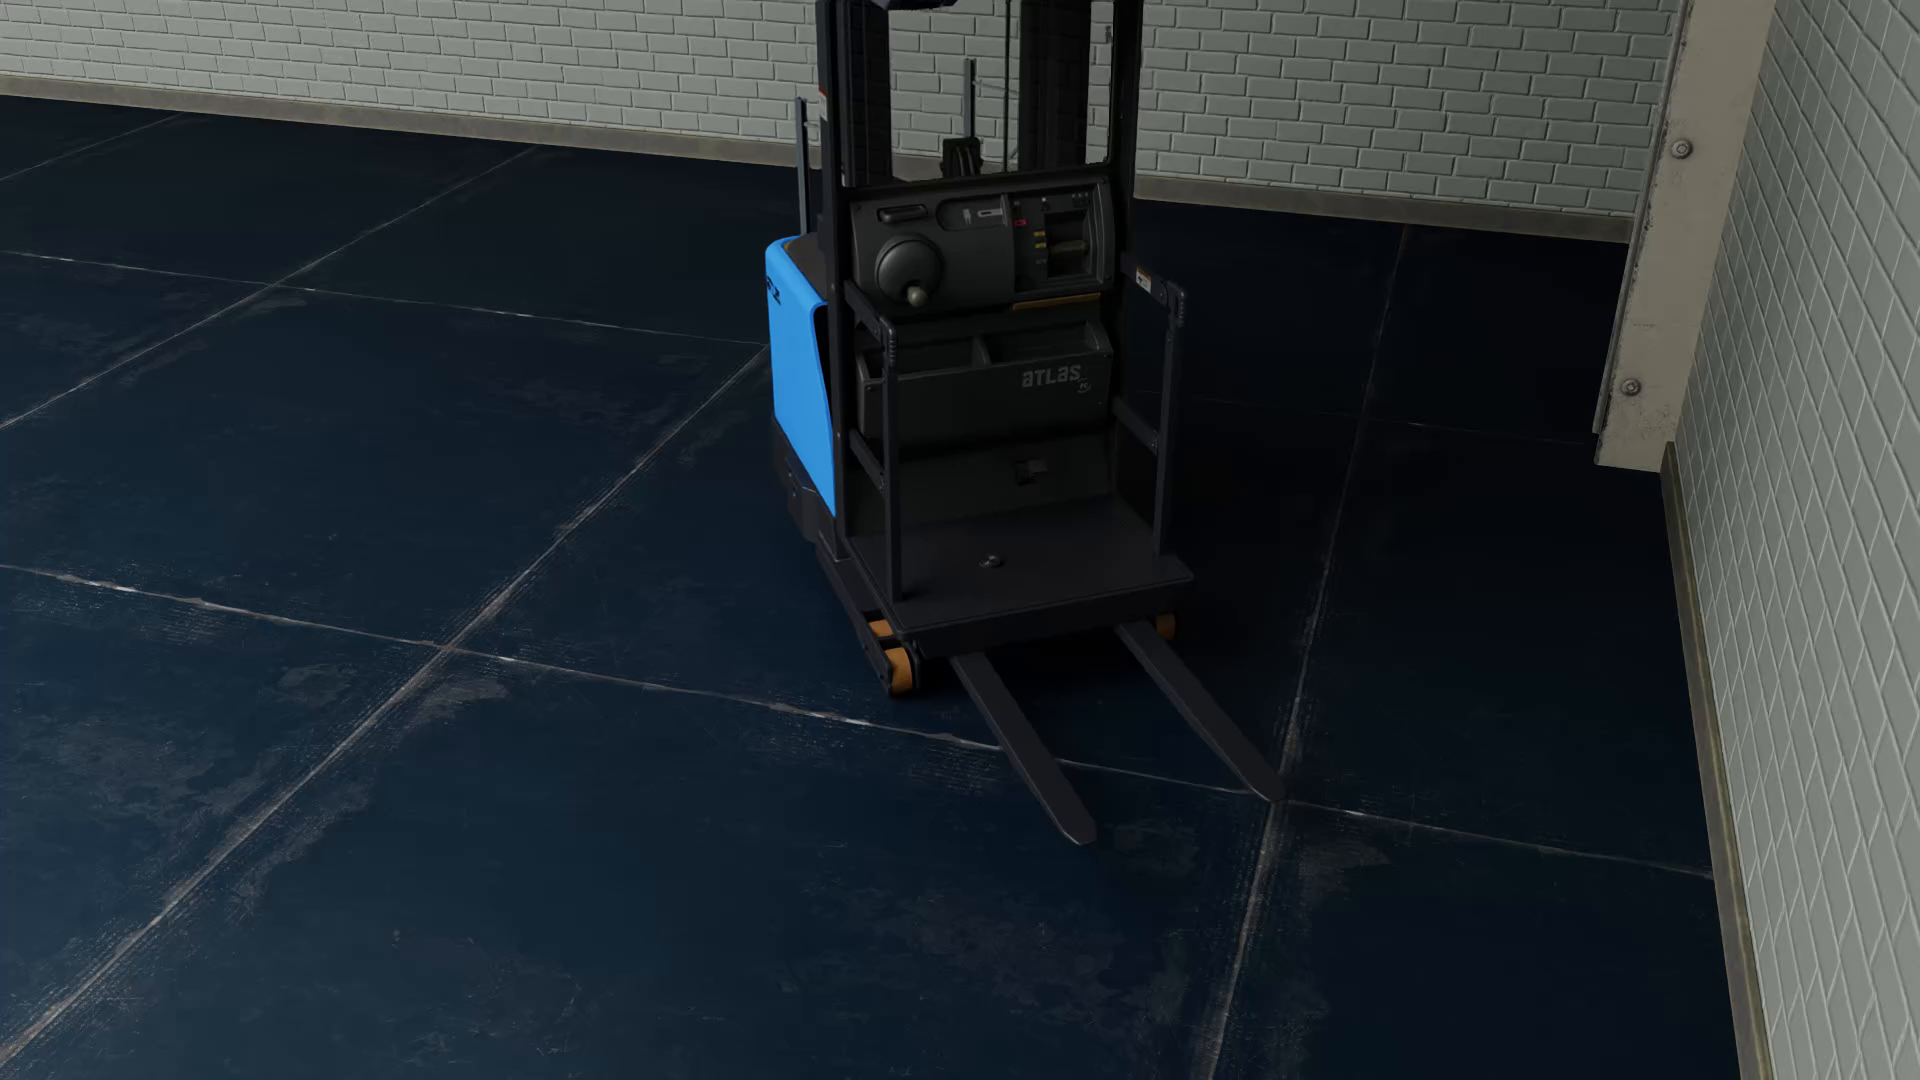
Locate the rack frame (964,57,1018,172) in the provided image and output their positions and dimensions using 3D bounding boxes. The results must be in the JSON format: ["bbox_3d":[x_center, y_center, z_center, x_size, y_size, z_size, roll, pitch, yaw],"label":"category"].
[{"bbox_3d":[0.206,-1.480,7.868,0.500,1.500,0.032,26,38,38],"label":"rack frame"}]

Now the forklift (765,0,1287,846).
[{"bbox_3d":[0.158,-0.966,5.472,1.130,2.935,3.031,-10,30,-17],"label":"forklift"}]

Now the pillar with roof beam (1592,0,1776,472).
[{"bbox_3d":[-1.105,-4.951,6.394,9.100,9.000,0.400,8,30,15],"label":"pillar with roof beam"}]

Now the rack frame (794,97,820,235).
[{"bbox_3d":[-0.513,-1.130,7.239,0.500,1.500,0.032,26,38,38],"label":"rack frame"}]

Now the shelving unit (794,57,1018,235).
[{"bbox_3d":[-0.153,-1.305,7.553,0.538,1.500,1.048,26,38,38],"label":"shelving unit"}]
